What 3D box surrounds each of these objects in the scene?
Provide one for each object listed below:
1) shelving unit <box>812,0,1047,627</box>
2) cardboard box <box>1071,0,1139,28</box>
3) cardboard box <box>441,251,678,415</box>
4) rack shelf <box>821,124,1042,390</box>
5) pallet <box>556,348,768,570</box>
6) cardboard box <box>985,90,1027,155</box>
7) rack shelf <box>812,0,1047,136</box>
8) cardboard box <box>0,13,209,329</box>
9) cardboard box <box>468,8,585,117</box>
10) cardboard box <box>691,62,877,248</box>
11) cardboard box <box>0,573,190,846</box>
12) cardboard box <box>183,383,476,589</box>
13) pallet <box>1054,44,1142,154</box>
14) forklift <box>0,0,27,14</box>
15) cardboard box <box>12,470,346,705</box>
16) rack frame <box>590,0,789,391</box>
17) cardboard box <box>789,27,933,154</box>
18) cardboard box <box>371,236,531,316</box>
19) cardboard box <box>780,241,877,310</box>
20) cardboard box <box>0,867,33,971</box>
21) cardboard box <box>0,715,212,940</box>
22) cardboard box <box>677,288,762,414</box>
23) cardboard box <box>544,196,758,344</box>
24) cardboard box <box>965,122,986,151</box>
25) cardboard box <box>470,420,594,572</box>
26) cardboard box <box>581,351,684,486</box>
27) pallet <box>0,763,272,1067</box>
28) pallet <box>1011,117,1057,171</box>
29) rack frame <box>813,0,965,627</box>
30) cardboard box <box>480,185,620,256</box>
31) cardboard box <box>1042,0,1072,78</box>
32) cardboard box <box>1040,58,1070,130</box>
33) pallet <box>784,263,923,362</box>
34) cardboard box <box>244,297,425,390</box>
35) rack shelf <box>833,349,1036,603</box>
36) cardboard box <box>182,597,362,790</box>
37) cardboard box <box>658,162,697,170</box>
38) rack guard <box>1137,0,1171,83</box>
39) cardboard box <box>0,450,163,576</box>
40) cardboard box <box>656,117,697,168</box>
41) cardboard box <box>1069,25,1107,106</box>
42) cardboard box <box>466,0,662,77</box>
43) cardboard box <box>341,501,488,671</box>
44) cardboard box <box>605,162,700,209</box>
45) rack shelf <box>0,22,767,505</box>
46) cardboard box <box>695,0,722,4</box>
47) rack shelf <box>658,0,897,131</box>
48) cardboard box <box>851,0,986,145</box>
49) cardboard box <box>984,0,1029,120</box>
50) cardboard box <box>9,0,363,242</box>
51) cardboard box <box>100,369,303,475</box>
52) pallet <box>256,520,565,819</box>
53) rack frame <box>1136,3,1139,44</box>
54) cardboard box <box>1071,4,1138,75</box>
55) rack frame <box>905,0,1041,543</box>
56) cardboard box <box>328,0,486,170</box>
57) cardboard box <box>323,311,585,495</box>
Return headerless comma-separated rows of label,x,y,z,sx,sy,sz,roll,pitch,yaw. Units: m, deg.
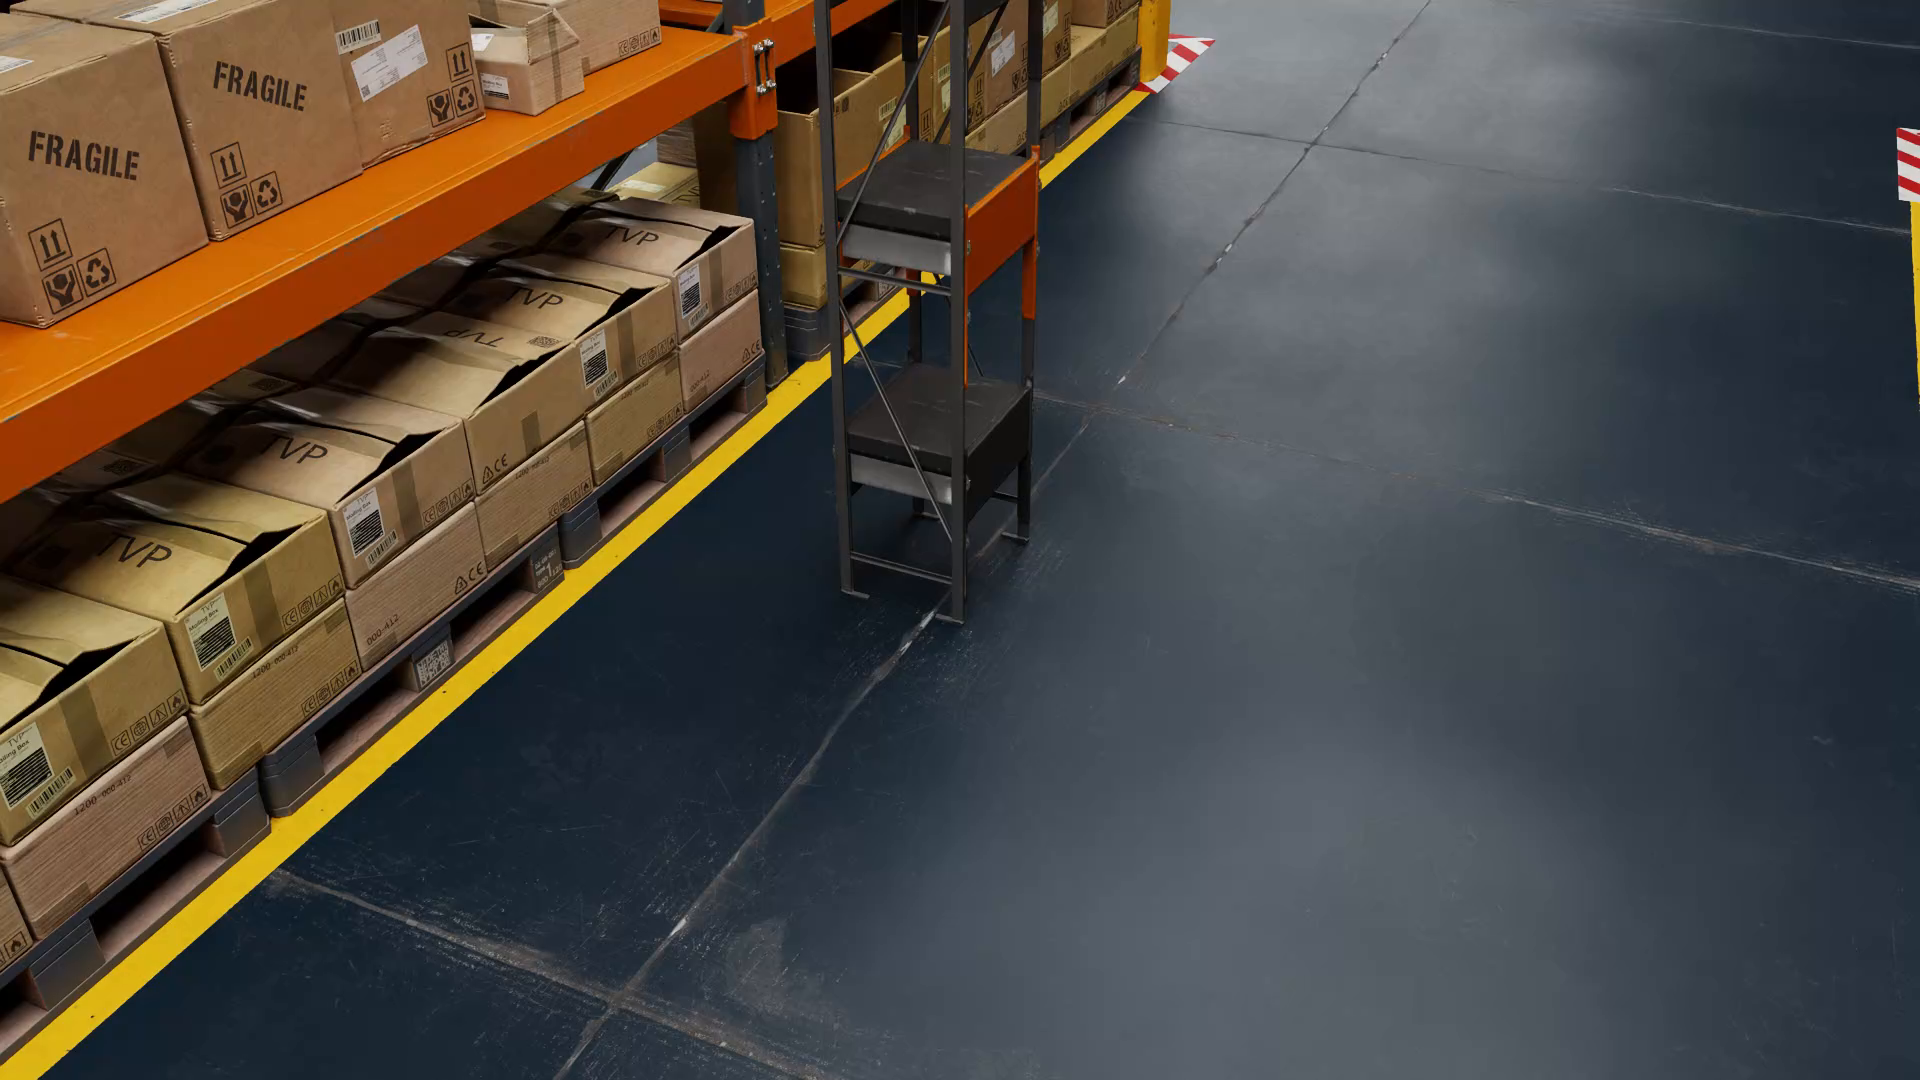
shelving unit,-0.069,-0.796,4.549,0.431,2.100,0.503,14,36,20
cardboard box,0.604,-2.942,8.442,0.500,0.500,0.500,14,36,20
cardboard box,-1.236,-0.678,5.162,0.500,0.311,0.500,15,36,22
rack shelf,-0.069,-0.784,4.556,0.431,0.518,0.480,14,36,20
pallet,-1.388,-0.404,5.673,1.003,0.211,1.213,14,36,20
cardboard box,-0.014,-1.879,7.505,0.500,0.250,0.500,14,36,20
rack shelf,-0.069,-1.370,4.172,0.431,0.518,0.480,14,36,20
cardboard box,-2.102,-0.835,3.696,0.500,0.500,0.500,12,35,18
cardboard box,-1.316,-1.409,4.787,0.396,0.266,0.258,13,36,19
cardboard box,-0.637,-1.444,6.158,0.500,0.500,0.500,14,36,20
cardboard box,-2.091,0.329,3.626,0.500,0.311,0.500,13,36,19
cardboard box,-1.661,-0.180,4.403,0.500,0.311,0.500,14,36,20
pallet,0.276,-2.381,8.689,1.003,0.211,1.213,14,36,20
forklift,-3.670,-1.786,5.300,1.130,2.935,3.031,19,38,27
cardboard box,-1.875,0.076,4.012,0.500,0.311,0.500,13,35,19
rack frame,-1.115,-1.946,5.482,1.000,3.000,0.127,14,36,20
cardboard box,-0.435,-1.695,6.540,0.500,0.500,0.500,14,36,20
cardboard box,-1.729,-0.809,5.362,0.500,0.311,0.500,14,36,20
cardboard box,-0.646,-1.133,6.367,0.500,0.250,0.500,14,36,20
cardboard box,-2.303,0.827,3.377,0.500,0.250,0.500,14,36,20
cardboard box,-2.093,0.577,3.760,0.500,0.250,0.500,13,35,19
cardboard box,-1.025,-0.698,5.704,0.500,0.250,0.500,14,36,20
cardboard box,-1.024,-0.939,5.559,0.500,0.311,0.500,14,36,20
cardboard box,-0.218,-1.629,7.123,0.500,0.250,0.500,14,36,20
cardboard box,-1.452,-0.192,4.932,0.500,0.250,0.500,15,36,22
cardboard box,-1.239,-0.447,5.321,0.500,0.250,0.500,14,36,20
pallet,-2.409,0.812,3.820,1.003,0.211,1.213,14,36,20
pallet,-0.235,-1.776,7.766,1.003,0.211,1.213,14,36,20
rack frame,-0.171,-0.674,4.363,0.400,2.100,0.015,14,36,20
cardboard box,-1.514,-1.057,5.740,0.500,0.311,0.500,14,36,21
cardboard box,0.199,-2.440,7.677,0.500,0.500,0.500,14,36,20
cardboard box,0.196,-2.128,7.884,0.500,0.250,0.500,14,36,20
pallet,-0.745,-1.166,6.836,1.003,0.211,1.213,14,36,20
cardboard box,-1.944,-0.551,4.968,0.500,0.311,0.500,13,35,19
rack shelf,-0.069,-0.199,4.940,0.431,0.518,0.480,14,36,20
cardboard box,-1.881,0.316,4.157,0.500,0.250,0.500,13,36,19
cardboard box,-0.902,-1.499,6.926,0.500,0.250,0.500,14,36,20
rack guard,0.568,-2.905,9.224,1.175,0.500,0.348,14,36,20
cardboard box,-2.368,-0.042,4.192,0.500,0.311,0.500,14,36,20
cardboard box,-0.900,-1.813,6.719,0.500,0.500,0.500,14,36,20
cardboard box,0.404,-2.377,8.264,0.500,0.250,0.500,14,36,20
cardboard box,-1.282,-1.628,5.134,0.500,0.250,0.500,17,37,23
cardboard box,-1.667,0.061,4.546,0.500,0.250,0.500,15,36,21
cardboard box,-1.120,-1.253,6.549,0.500,0.250,0.500,14,36,20
rack shelf,-1.952,-0.649,4.160,1.077,0.370,4.000,14,36,20
cardboard box,-0.935,-2.210,5.794,0.700,0.500,0.500,13,36,19
rack shelf,-0.279,-2.641,7.198,1.077,0.370,4.000,14,36,20
cardboard box,-0.219,-1.942,6.917,0.500,0.500,0.500,14,36,20
cardboard box,-0.011,-2.192,7.298,0.500,0.500,0.500,14,36,20
cardboard box,-1.881,-1.097,4.096,0.500,0.500,0.500,14,36,21
cardboard box,-2.156,-0.291,4.572,0.500,0.311,0.500,15,36,22
pallet,-1.897,0.206,4.743,1.003,0.211,1.213,14,36,20
rack frame,0.558,-3.938,8.520,1.000,3.000,0.127,14,36,20
cardboard box,0.602,-2.629,8.648,0.500,0.250,0.500,14,36,20
rack frame,0.033,-0.917,4.734,0.400,2.100,0.015,14,36,20
cardboard box,-1.672,-1.346,4.477,0.500,0.500,0.500,17,37,24
cardboard box,-1.447,-0.430,4.783,0.500,0.311,0.500,14,36,20
